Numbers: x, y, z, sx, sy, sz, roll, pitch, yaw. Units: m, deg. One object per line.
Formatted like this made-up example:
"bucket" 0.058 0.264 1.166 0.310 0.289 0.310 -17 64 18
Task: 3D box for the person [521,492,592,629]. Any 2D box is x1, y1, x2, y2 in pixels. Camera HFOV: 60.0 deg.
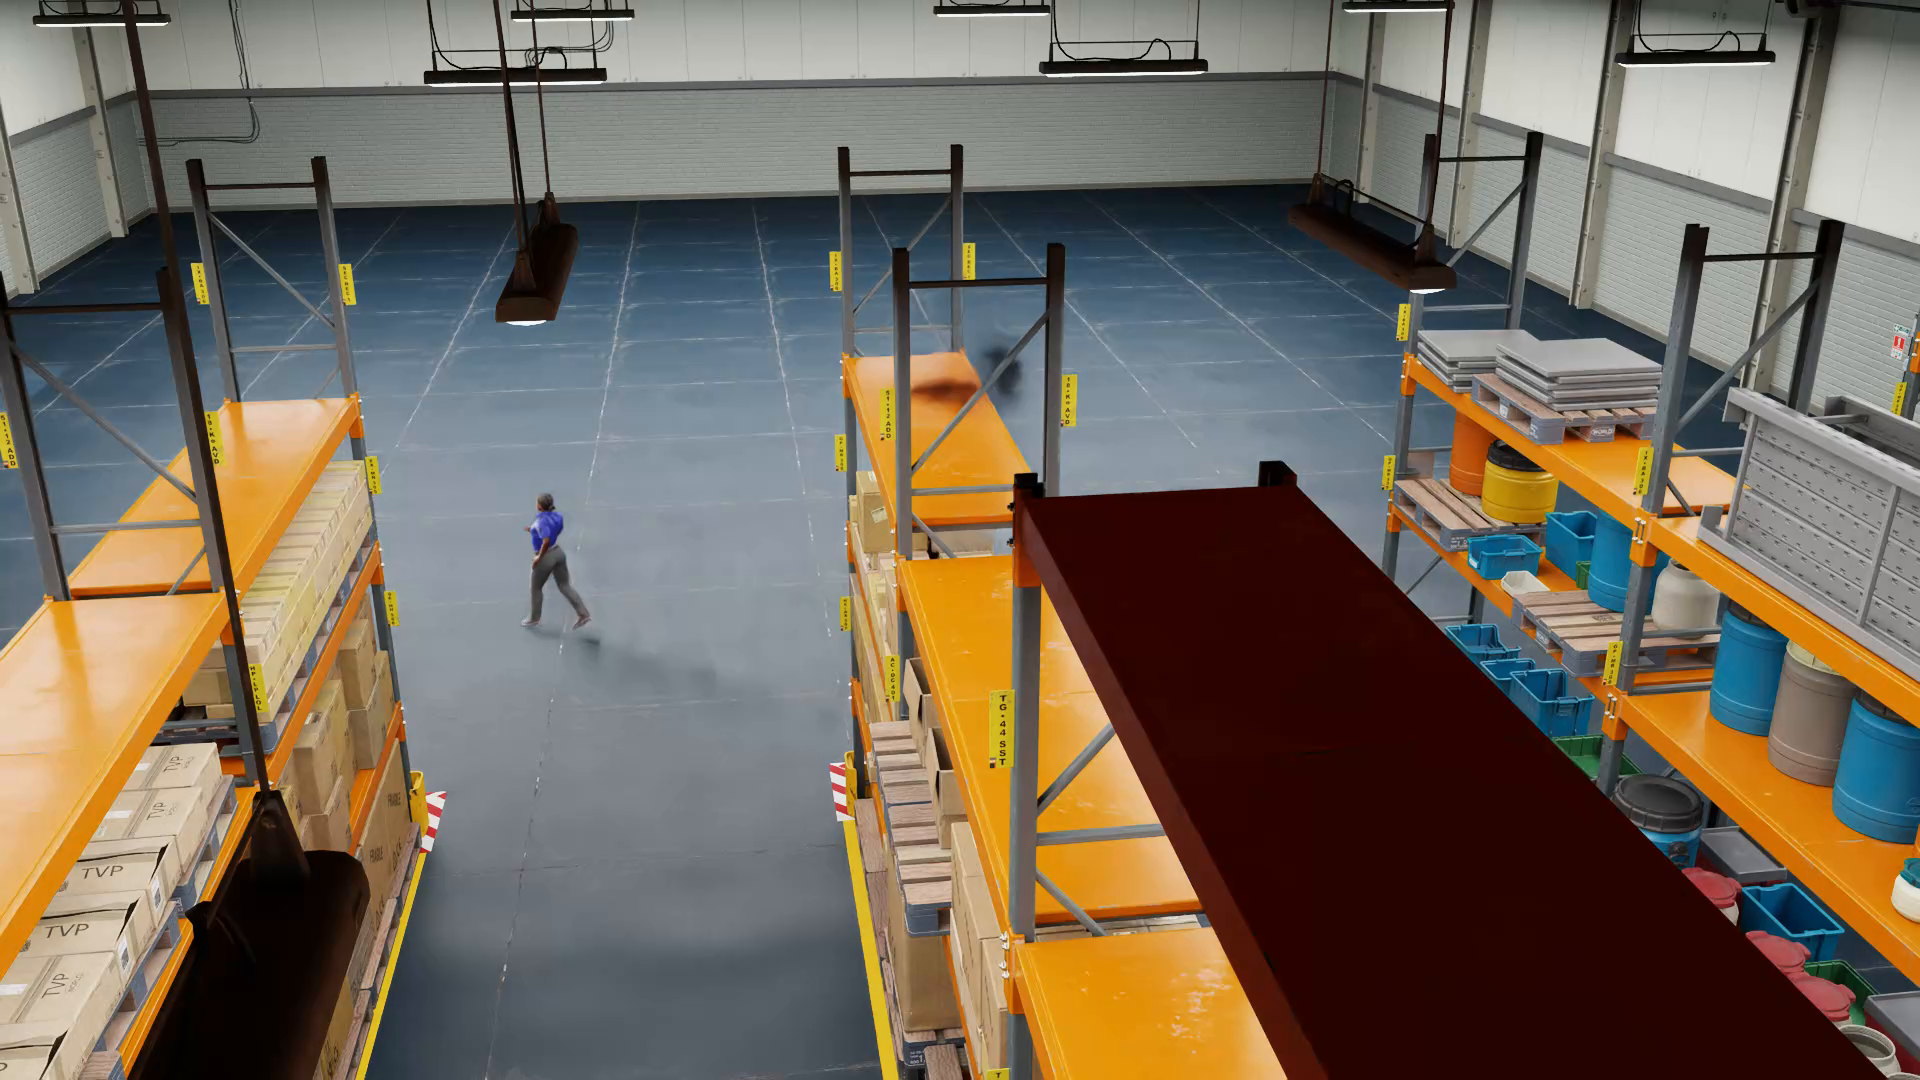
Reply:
"person" -4.615 0.247 18.703 0.931 1.656 0.564 12 25 28
